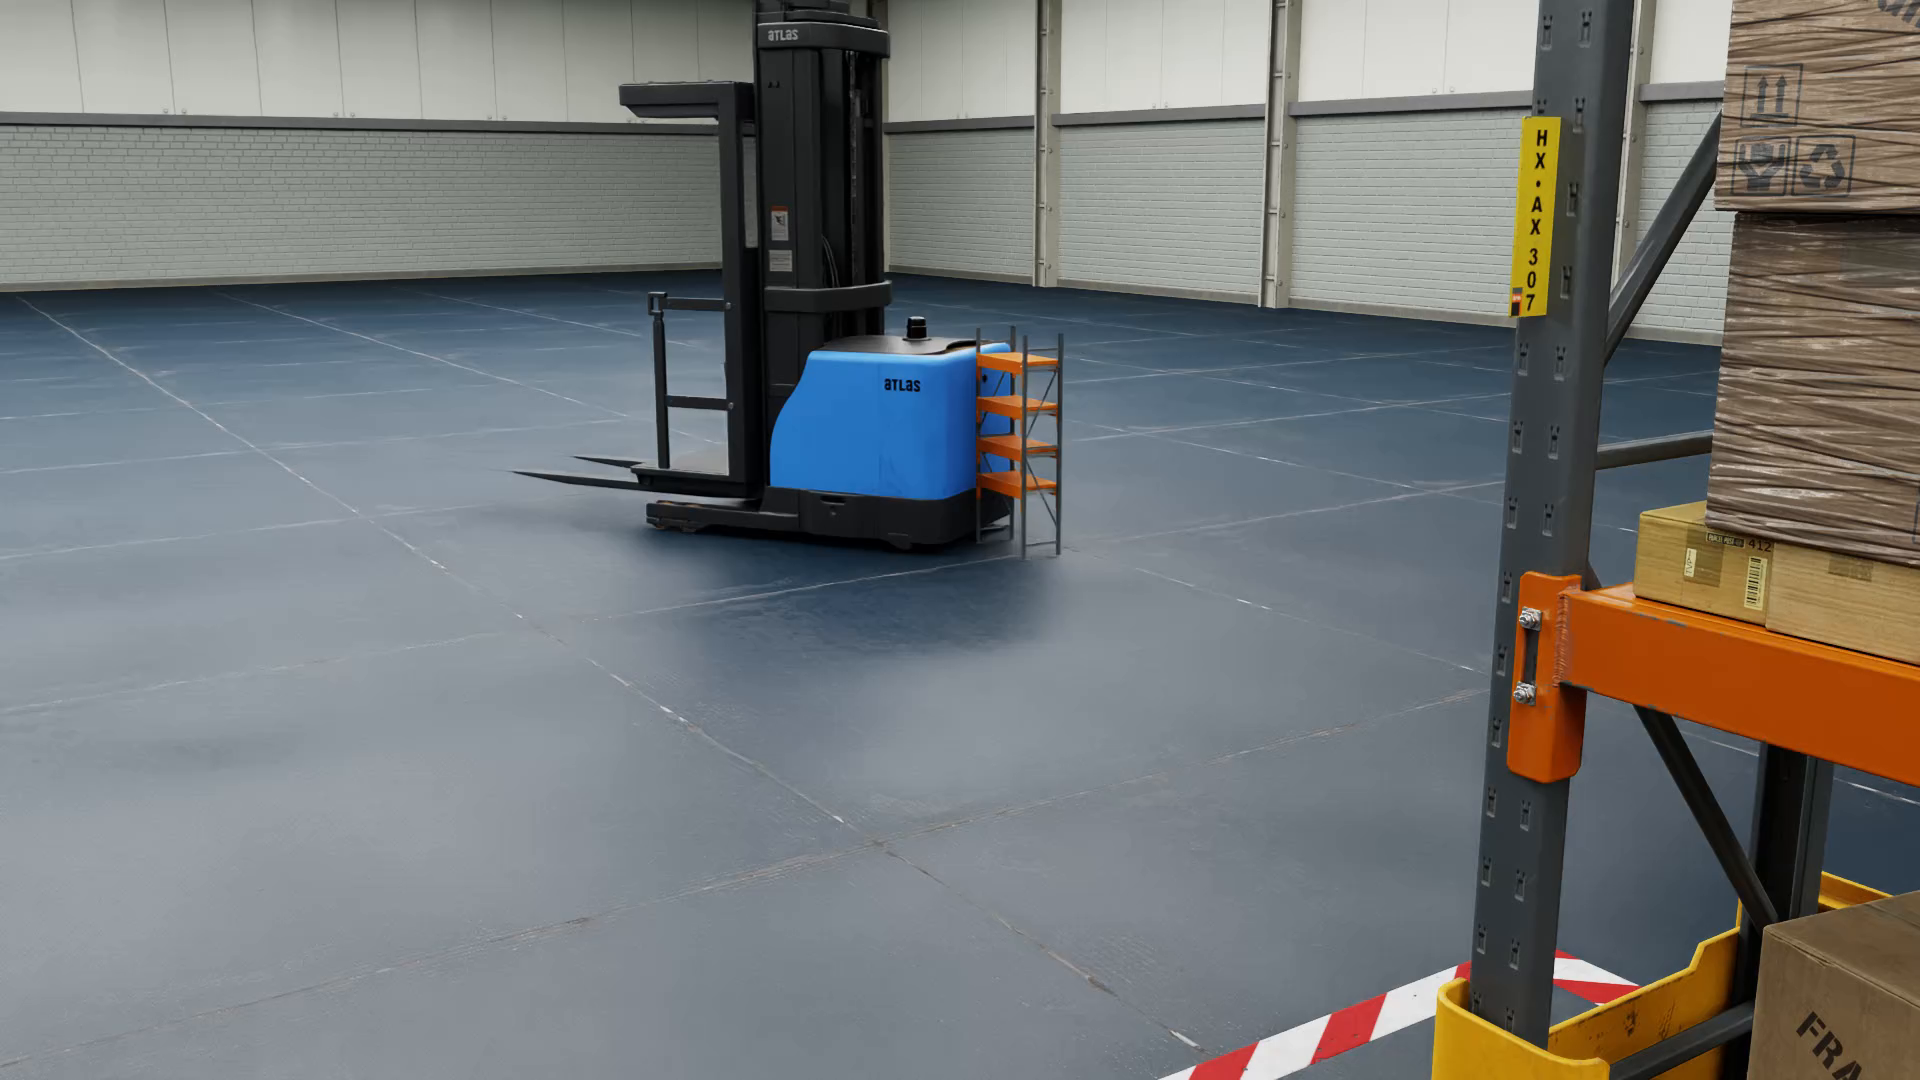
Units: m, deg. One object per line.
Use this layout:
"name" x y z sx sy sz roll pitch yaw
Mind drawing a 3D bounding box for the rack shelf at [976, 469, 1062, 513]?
"rack shelf" 0.314 -0.270 9.030 0.258 0.148 0.480 -7 14 -28

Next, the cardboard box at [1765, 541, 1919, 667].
"cardboard box" 1.492 0.071 2.606 0.380 0.149 0.250 -8 15 -33

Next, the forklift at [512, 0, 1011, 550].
"forklift" -1.255 -1.567 9.669 3.031 2.935 1.130 6 14 24

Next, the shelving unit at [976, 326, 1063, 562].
"shelving unit" 0.314 -0.529 8.974 0.258 1.200 0.503 -7 14 -28

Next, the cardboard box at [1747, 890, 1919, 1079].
"cardboard box" 1.742 0.951 2.859 0.500 0.500 0.500 -5 13 -22

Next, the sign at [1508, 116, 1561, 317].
"sign" 0.958 -0.536 2.767 0.100 0.325 0.005 -8 15 -33

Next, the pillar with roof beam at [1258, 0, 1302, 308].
"pillar with roof beam" 1.332 -7.537 22.763 9.100 9.000 0.400 -8 15 -33

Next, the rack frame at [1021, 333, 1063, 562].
"rack frame" 0.432 -0.484 8.765 0.240 1.200 0.015 -7 14 -28

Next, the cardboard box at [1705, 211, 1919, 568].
"cardboard box" 1.692 -0.271 2.649 0.875 0.500 0.500 -8 15 -33

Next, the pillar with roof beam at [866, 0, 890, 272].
"pillar with roof beam" -5.317 -9.671 32.522 9.100 9.000 0.400 -8 15 -33

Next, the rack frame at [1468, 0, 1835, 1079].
"rack frame" 1.410 -0.178 3.153 1.000 3.000 0.127 -8 15 -33

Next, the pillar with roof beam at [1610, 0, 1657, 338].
"pillar with roof beam" 4.656 -6.470 17.883 9.100 9.000 0.400 -8 15 -33

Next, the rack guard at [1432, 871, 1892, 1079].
"rack guard" 1.452 1.057 3.359 1.175 0.500 0.348 -8 15 -33

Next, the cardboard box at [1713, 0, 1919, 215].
"cardboard box" 1.488 -0.730 2.409 0.500 0.500 0.500 -8 15 -33

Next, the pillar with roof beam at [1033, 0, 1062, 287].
"pillar with roof beam" -1.992 -8.604 27.643 9.100 9.000 0.400 -8 15 -33

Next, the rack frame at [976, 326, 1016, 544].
"rack frame" 0.196 -0.575 9.182 0.240 1.200 0.015 -7 14 -28

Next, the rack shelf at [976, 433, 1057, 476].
"rack shelf" 0.314 -0.464 8.988 0.258 0.148 0.480 -7 14 -28

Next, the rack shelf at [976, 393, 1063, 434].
"rack shelf" 0.314 -0.682 8.940 0.258 0.148 0.480 -7 14 -28

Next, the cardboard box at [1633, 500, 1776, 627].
"cardboard box" 1.369 0.024 2.819 0.380 0.149 0.250 -8 15 -33

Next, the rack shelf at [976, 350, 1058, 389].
"rack shelf" 0.314 -0.913 8.890 0.258 0.148 0.480 -7 14 -28

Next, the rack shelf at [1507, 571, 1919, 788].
"rack shelf" 2.518 0.529 1.604 1.077 0.370 4.000 -8 15 -33
